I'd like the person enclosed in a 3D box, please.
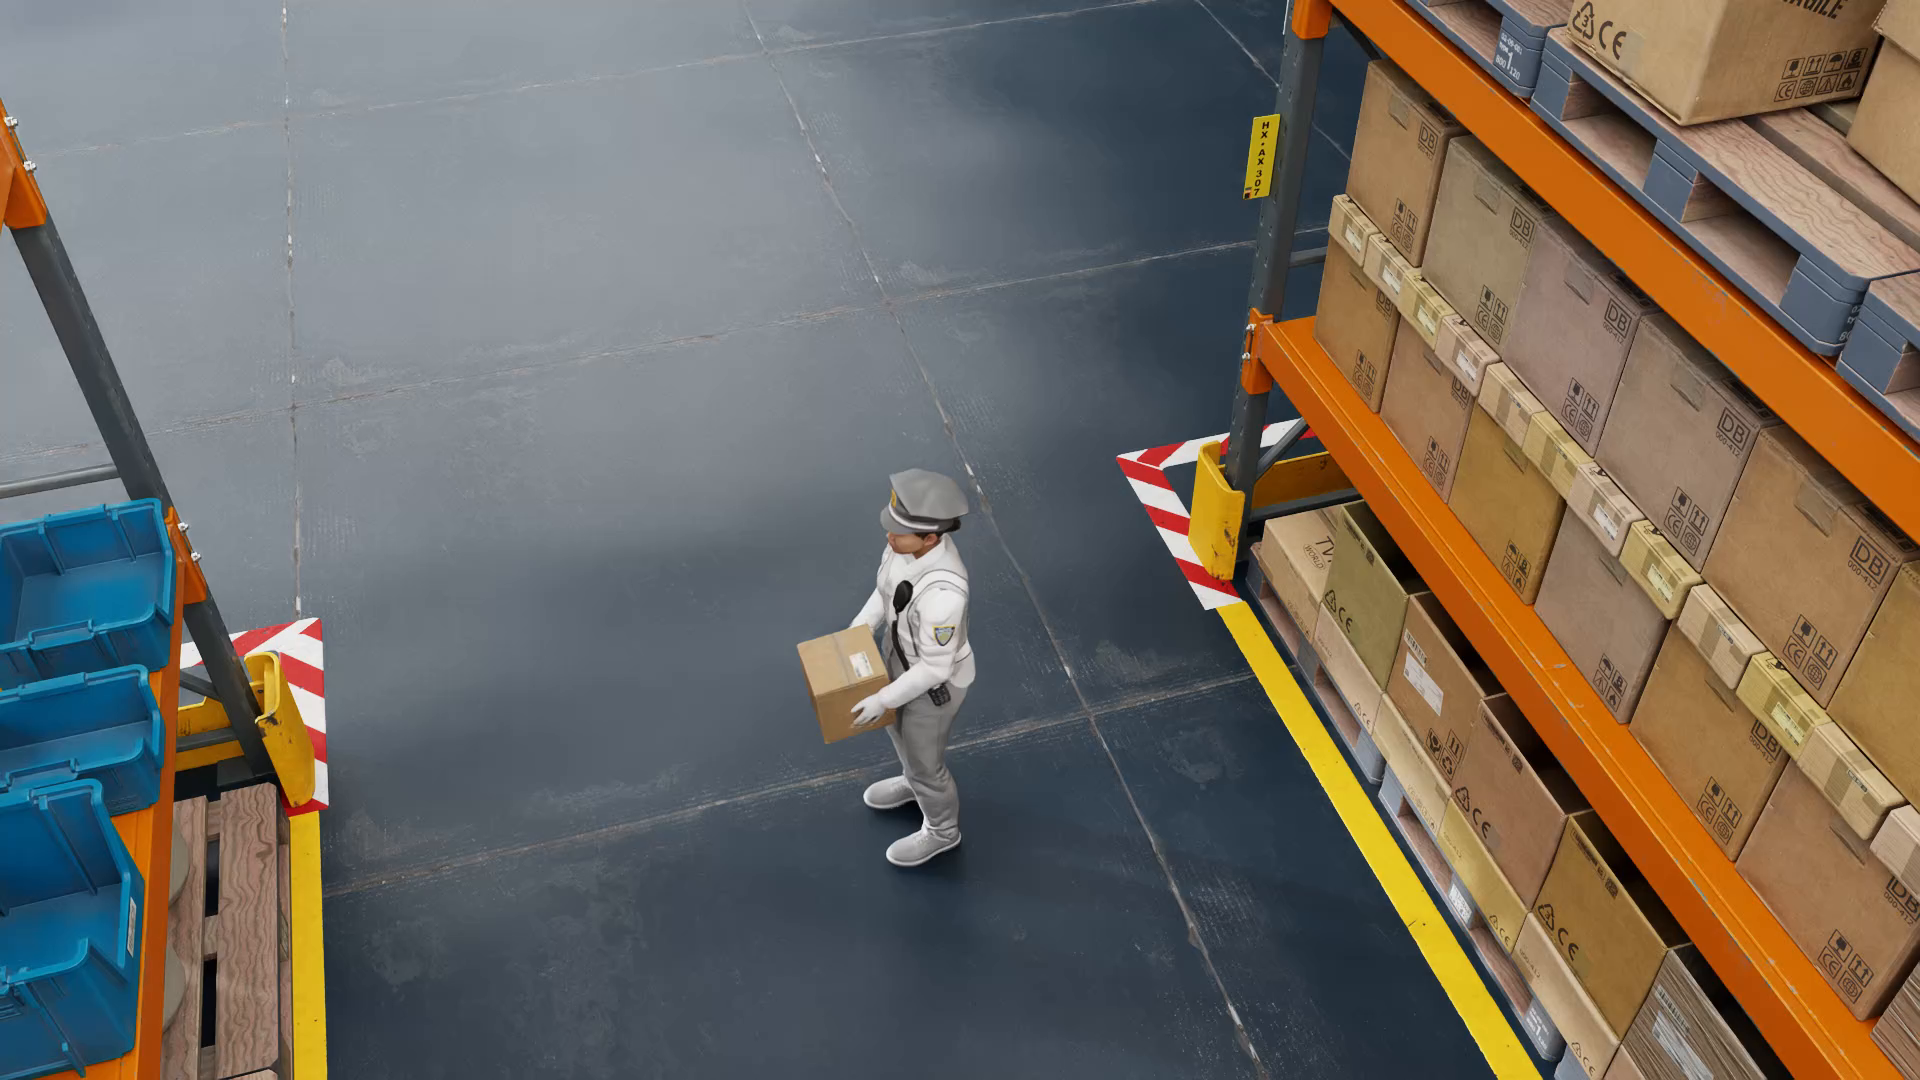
[{"bbox_3d":[-0.184,0.456,5.641,0.451,1.688,0.495,-12,44,-13],"label":"person"}]
